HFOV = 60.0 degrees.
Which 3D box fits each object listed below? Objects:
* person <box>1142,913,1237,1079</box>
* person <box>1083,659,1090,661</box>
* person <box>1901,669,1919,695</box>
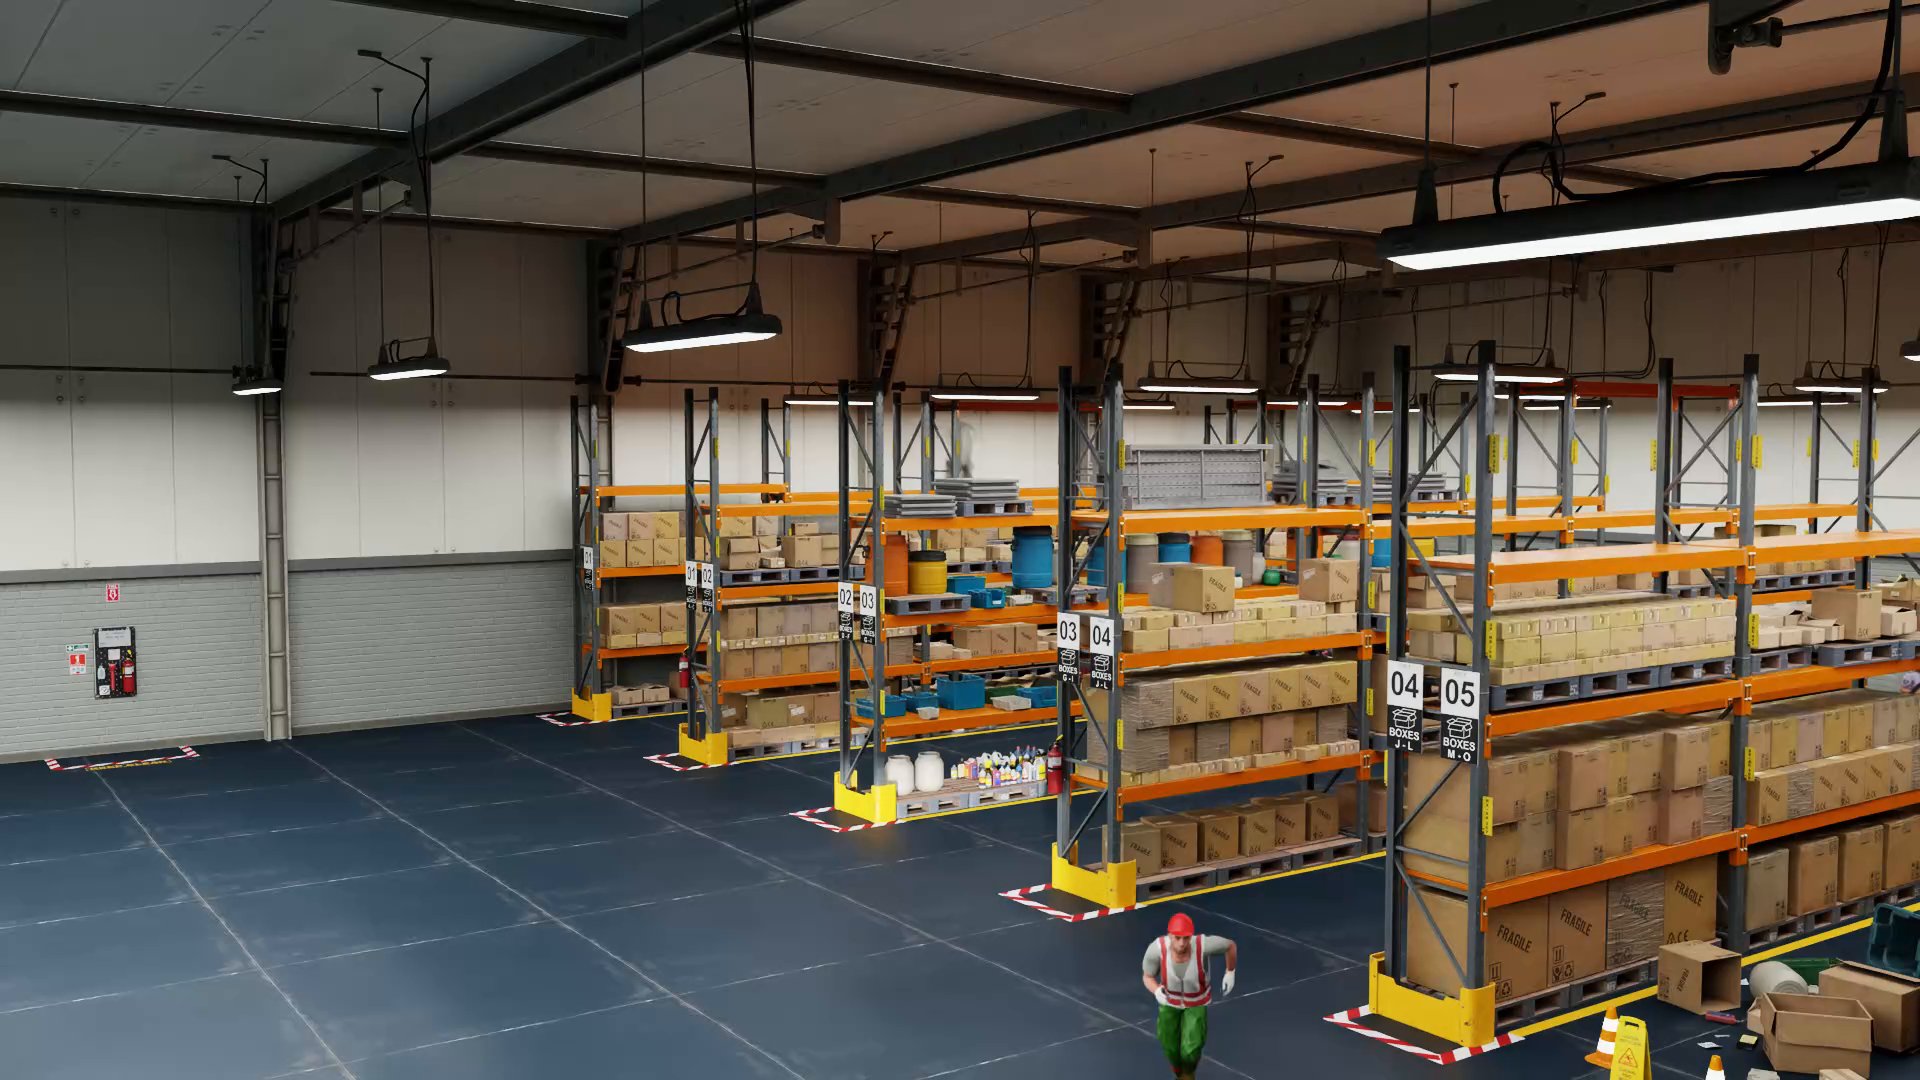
[{"bbox_3d":[1.752,3.587,12.717,0.701,1.608,0.895,1,4,13],"label":"person"},{"bbox_3d":[2.723,2.308,33.783,0.766,1.707,0.657,-3,4,-36],"label":"person"},{"bbox_3d":[15.852,2.750,27.460,0.712,1.662,0.764,0,3,2],"label":"person"}]
